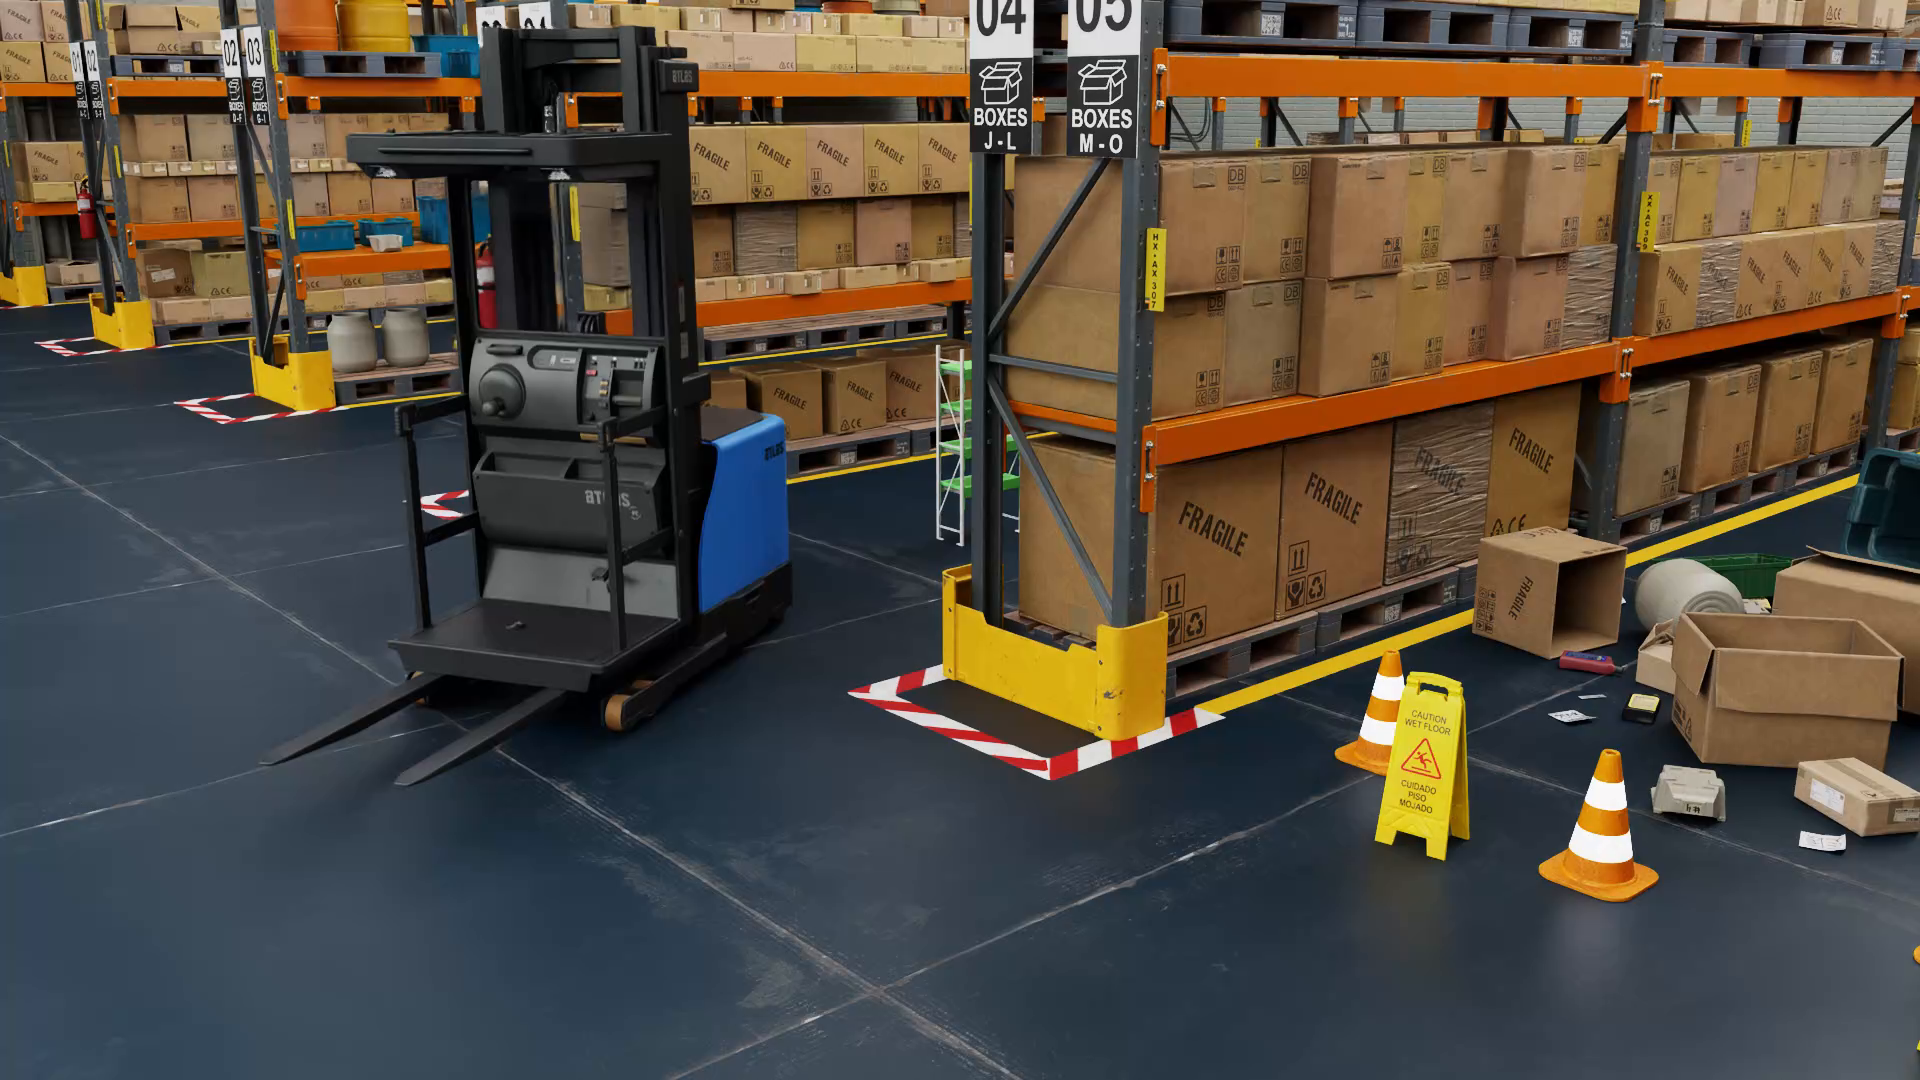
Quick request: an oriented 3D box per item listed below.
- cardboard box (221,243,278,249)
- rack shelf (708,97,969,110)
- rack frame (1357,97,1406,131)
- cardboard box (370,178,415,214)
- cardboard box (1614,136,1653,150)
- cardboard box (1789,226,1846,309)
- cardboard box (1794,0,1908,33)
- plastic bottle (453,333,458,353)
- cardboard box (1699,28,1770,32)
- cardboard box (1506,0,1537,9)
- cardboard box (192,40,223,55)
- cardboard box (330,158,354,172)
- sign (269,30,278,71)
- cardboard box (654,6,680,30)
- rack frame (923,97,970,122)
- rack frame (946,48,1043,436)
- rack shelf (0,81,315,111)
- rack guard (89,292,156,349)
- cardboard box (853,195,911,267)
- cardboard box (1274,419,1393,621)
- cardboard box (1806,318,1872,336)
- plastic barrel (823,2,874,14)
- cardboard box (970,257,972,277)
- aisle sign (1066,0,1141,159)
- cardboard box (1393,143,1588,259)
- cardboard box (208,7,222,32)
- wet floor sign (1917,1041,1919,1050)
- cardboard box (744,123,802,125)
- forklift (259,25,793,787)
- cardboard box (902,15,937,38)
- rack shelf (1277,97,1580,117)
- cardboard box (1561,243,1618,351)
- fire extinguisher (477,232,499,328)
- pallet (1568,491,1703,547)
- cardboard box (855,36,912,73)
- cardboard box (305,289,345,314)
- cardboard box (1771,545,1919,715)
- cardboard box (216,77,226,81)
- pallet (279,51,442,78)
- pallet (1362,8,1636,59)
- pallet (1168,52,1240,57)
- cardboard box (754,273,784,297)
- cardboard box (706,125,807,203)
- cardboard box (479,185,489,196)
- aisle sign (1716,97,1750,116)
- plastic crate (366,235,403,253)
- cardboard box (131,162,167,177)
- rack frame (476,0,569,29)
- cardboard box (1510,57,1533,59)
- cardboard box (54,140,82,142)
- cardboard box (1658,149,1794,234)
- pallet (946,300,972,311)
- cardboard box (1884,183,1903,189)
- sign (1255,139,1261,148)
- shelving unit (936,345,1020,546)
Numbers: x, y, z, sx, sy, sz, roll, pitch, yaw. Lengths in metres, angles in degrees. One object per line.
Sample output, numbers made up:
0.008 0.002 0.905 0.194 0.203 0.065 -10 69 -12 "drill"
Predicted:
-8.303 -3.205 19.498 0.500 0.500 0.500 -13 19 -39 "cardboard box"
-1.713 -6.443 24.140 4.000 0.370 1.077 -13 19 -39 "rack shelf"
6.062 -5.393 24.627 0.127 3.000 1.000 -13 19 -39 "rack frame"
-6.963 -4.206 19.991 0.500 0.500 0.700 -13 20 -40 "cardboard box"
7.591 -4.387 19.122 0.500 0.500 0.500 -13 20 -41 "cardboard box"
5.540 -1.841 11.137 0.500 0.500 0.500 -13 20 -40 "cardboard box"
5.867 -3.512 10.940 0.500 0.311 0.500 -13 19 -39 "cardboard box"
-4.910 -1.939 16.268 0.097 0.201 0.097 0 15 0 "plastic bottle"
5.003 -3.496 10.879 0.500 0.311 0.500 -13 20 -40 "cardboard box"
2.610 -2.696 8.197 0.250 0.149 0.380 -12 19 -38 "cardboard box"
-8.253 -5.411 18.283 0.250 0.149 0.380 -13 19 -39 "cardboard box"
-7.262 -4.384 19.399 0.250 0.149 0.380 -12 19 -38 "cardboard box"
-5.650 -4.028 13.687 0.005 0.325 0.100 -13 19 -39 "sign"
-2.028 -3.381 10.800 0.250 0.149 0.380 -13 20 -40 "cardboard box"
-0.204 -5.680 25.702 0.127 3.000 1.000 -13 19 -39 "rack frame"
0.261 -2.396 13.406 0.127 3.000 1.000 -13 19 -39 "rack frame"
-11.002 -6.051 22.674 4.000 0.370 1.077 -13 19 -39 "rack shelf"
-9.275 -2.436 18.399 0.348 0.500 1.175 -13 19 -39 "rack guard"
-0.830 -2.341 12.433 0.500 0.500 0.875 -13 19 -39 "cardboard box"
1.554 -0.189 8.448 0.875 0.875 0.875 -13 20 -40 "cardboard box"
6.802 -1.615 13.060 0.500 0.250 0.500 -13 20 -41 "cardboard box"
-1.228 -5.487 18.333 0.708 0.830 0.600 -13 19 -39 "plastic barrel"
0.097 -2.140 12.937 0.250 0.149 0.380 -13 19 -39 "cardboard box"
0.567 -1.921 6.591 0.004 0.787 0.394 -13 19 -39 "aisle sign"
2.801 -1.836 8.926 0.550 0.550 0.875 -13 19 -39 "cardboard box"
-10.102 -7.046 22.833 0.500 0.500 0.500 -11 19 -36 "cardboard box"
2.903 1.173 4.610 0.232 0.644 0.267 -6 16 -20 "wet floor sign"
-1.369 -2.788 12.166 0.500 0.500 0.500 -13 19 -39 "cardboard box"
-1.834 -0.705 7.210 1.130 2.935 3.031 5 16 18 "forklift"
-0.380 -3.715 12.052 0.250 0.149 0.380 -13 20 -41 "cardboard box"
4.787 -4.514 16.917 4.000 0.370 1.077 -13 19 -39 "rack shelf"
3.170 -1.421 9.465 0.550 0.550 0.875 -13 19 -39 "cardboard box"
-3.145 -1.751 11.143 0.183 0.674 0.296 -13 19 -39 "fire extinguisher"
3.973 -0.211 10.631 1.213 0.211 1.003 -13 19 -39 "pallet"
-0.693 -3.471 11.908 0.500 0.250 0.500 -13 20 -40 "cardboard box"
-7.573 -2.823 19.521 0.500 0.250 0.500 -13 19 -39 "cardboard box"
4.112 0.401 7.510 0.503 0.637 0.797 -13 19 -39 "cardboard box"
-10.102 -6.579 23.022 0.500 0.500 0.500 14 20 42 "cardboard box"
-5.319 -4.161 14.570 1.213 0.211 1.003 -13 19 -39 "pallet"
2.817 -2.683 8.840 1.213 0.211 1.003 -13 19 -39 "pallet"
1.577 -4.014 14.017 1.003 0.211 1.213 -13 19 -39 "pallet"
-1.446 -1.812 11.707 0.250 0.149 0.380 -13 19 -39 "cardboard box"
-1.405 -2.602 11.469 0.500 0.500 0.500 -13 19 -39 "cardboard box"
-5.896 -4.344 20.992 0.500 0.250 0.500 -11 19 -36 "cardboard box"
9.565 -5.638 20.508 0.004 0.787 0.394 -13 19 -39 "aisle sign"
-5.121 -2.644 14.846 0.250 0.136 0.298 -13 19 -39 "plastic crate"
-8.819 -4.033 18.087 0.250 0.149 0.380 -13 20 -40 "cardboard box"
-2.756 -4.616 10.095 0.127 3.000 1.000 -13 19 -39 "rack frame"
5.865 -5.351 17.651 0.500 0.500 0.700 -12 19 -38 "cardboard box"
-11.909 -5.115 22.386 0.500 0.500 0.500 -12 19 -39 "cardboard box"
4.961 -2.288 10.872 0.500 0.500 0.700 -13 20 -40 "cardboard box"
0.595 -2.832 20.443 1.213 0.211 1.003 -13 19 -39 "pallet"
7.504 -2.850 13.629 0.250 0.149 0.380 -11 19 -37 "cardboard box"
2.912 -3.740 16.196 0.005 0.325 0.100 -13 19 -39 "sign"
0.125 -0.608 10.200 0.503 1.200 0.258 -13 19 -39 "shelving unit"
